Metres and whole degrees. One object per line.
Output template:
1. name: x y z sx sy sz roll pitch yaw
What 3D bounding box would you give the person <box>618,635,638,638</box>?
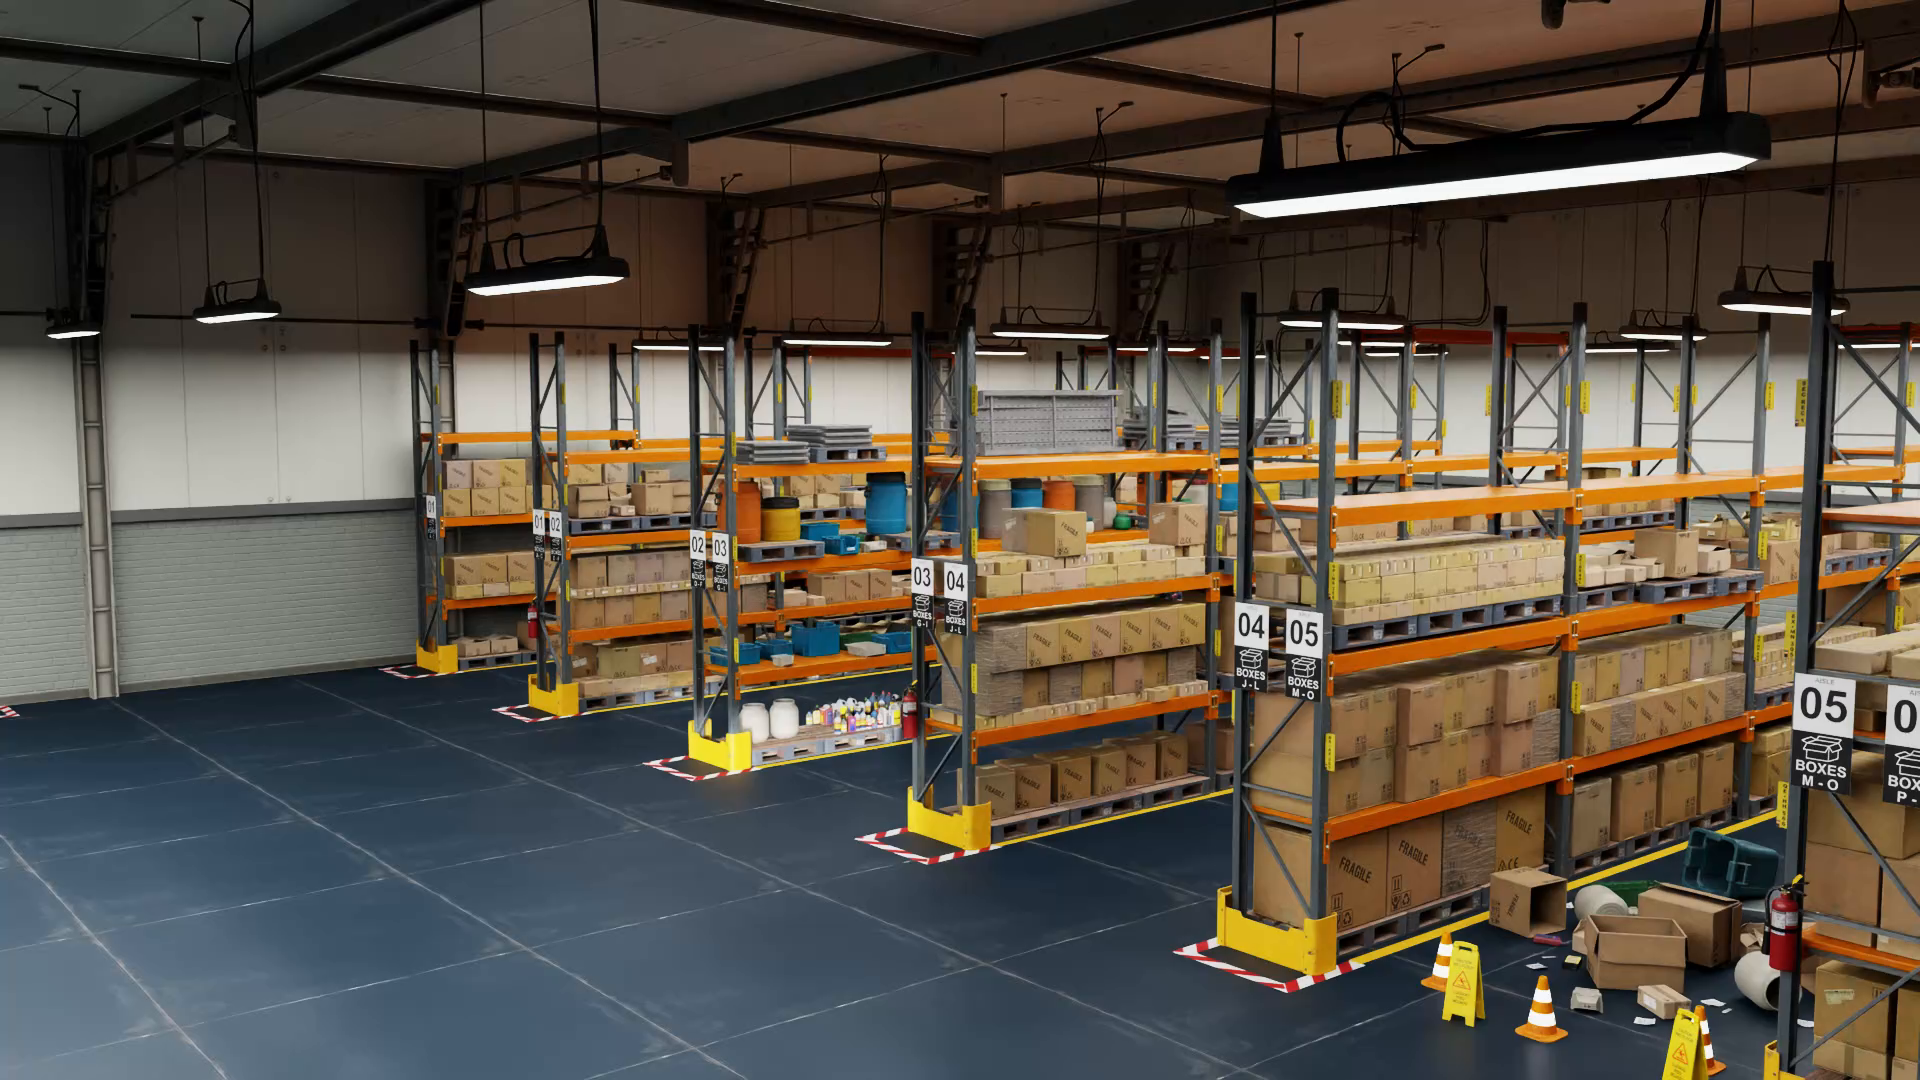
1. person: -5.881 1.620 29.290 0.518 1.627 0.951 4 6 34
